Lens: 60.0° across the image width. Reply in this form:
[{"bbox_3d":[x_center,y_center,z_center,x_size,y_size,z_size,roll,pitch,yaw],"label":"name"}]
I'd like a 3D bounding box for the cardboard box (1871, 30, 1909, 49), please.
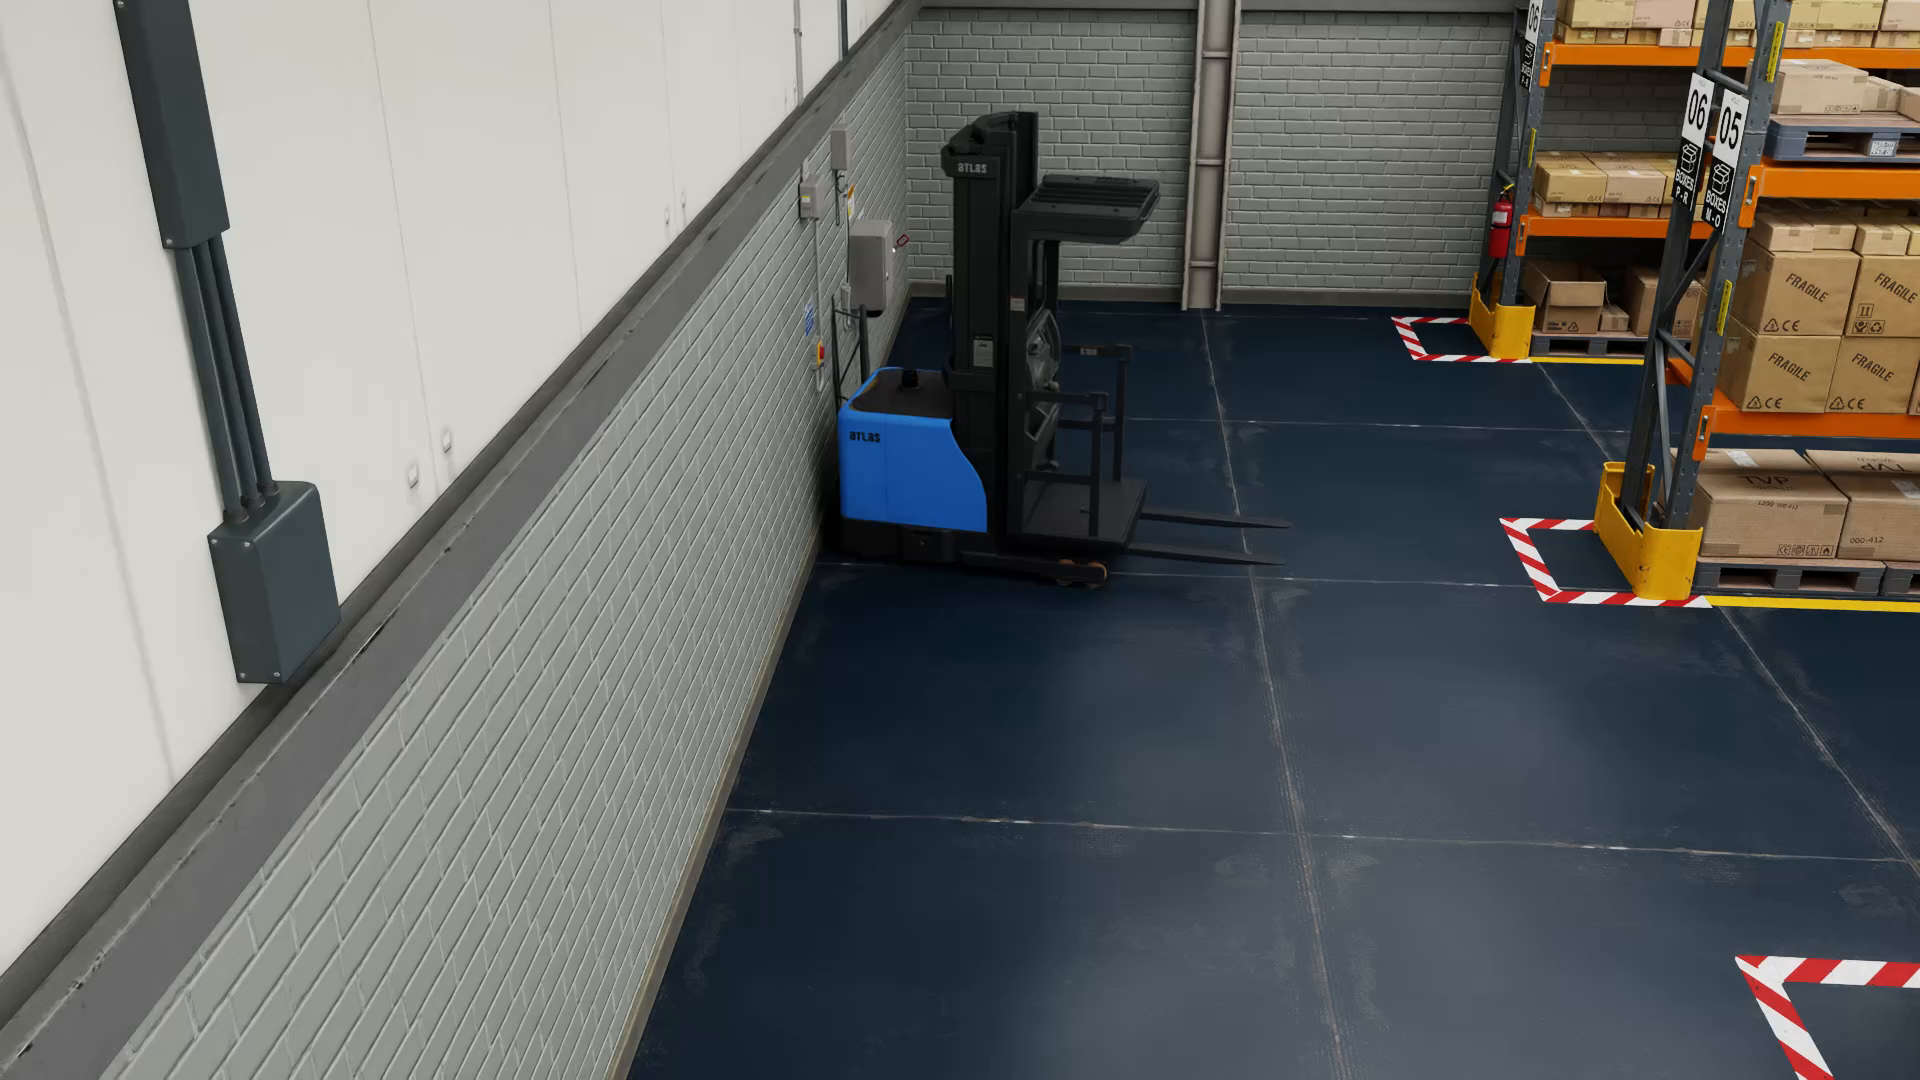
[{"bbox_3d":[7.914,-4.321,14.264,0.250,0.149,0.380,2,25,4],"label":"cardboard box"}]

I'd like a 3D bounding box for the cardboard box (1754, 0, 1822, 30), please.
[{"bbox_3d":[7.019,-4.546,14.276,0.500,0.250,0.500,1,25,3],"label":"cardboard box"}]

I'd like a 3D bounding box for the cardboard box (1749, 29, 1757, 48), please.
[{"bbox_3d":[6.884,-4.333,14.289,0.250,0.149,0.380,2,25,4],"label":"cardboard box"}]

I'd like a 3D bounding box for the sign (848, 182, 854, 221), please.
[{"bbox_3d":[-0.842,-2.612,12.850,0.001,0.242,0.339,2,25,4],"label":"sign"}]

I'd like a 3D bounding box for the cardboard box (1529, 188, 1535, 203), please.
[{"bbox_3d":[5.413,-3.268,15.564,0.250,0.149,0.380,2,25,3],"label":"cardboard box"}]

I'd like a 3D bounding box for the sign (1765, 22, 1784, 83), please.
[{"bbox_3d":[4.638,-2.776,9.466,0.005,0.325,0.100,2,25,4],"label":"sign"}]

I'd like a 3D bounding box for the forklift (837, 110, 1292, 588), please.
[{"bbox_3d":[0.739,-1.260,10.982,3.031,2.935,1.130,6,25,13],"label":"forklift"}]

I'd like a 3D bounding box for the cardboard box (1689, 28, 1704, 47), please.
[{"bbox_3d":[6.383,-4.353,14.334,0.250,0.149,0.380,2,25,4],"label":"cardboard box"}]

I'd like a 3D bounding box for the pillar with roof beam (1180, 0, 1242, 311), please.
[{"bbox_3d":[2.113,-4.674,11.142,0.400,9.000,9.100,2,25,4],"label":"pillar with roof beam"}]

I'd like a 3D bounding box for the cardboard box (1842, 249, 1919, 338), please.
[{"bbox_3d":[5.659,-1.564,10.244,0.500,0.500,0.500,1,25,3],"label":"cardboard box"}]

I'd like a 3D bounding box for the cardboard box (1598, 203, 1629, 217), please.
[{"bbox_3d":[5.891,-3.059,15.110,0.250,0.149,0.380,2,25,3],"label":"cardboard box"}]

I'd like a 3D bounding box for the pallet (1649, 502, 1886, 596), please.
[{"bbox_3d":[5.489,0.048,11.393,1.213,0.211,1.003,2,25,4],"label":"pallet"}]

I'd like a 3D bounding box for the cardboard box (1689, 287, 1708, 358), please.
[{"bbox_3d":[5.187,-1.352,10.980,0.500,0.500,0.500,2,25,4],"label":"cardboard box"}]

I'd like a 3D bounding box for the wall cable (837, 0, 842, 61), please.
[{"bbox_3d":[-0.947,-4.315,10.362,0.029,3.000,2.355,2,25,4],"label":"wall cable"}]

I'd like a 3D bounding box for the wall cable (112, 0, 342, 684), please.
[{"bbox_3d":[-1.447,-2.886,3.407,0.120,5.999,2.277,2,25,4],"label":"wall cable"}]

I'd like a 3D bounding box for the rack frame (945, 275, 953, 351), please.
[{"bbox_3d":[0.074,-1.229,12.597,0.032,1.500,0.500,-15,23,-30],"label":"rack frame"}]

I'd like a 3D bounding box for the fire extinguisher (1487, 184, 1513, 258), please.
[{"bbox_3d":[4.880,-2.888,14.977,0.183,0.674,0.296,2,25,4],"label":"fire extinguisher"}]

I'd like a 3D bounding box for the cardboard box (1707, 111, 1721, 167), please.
[{"bbox_3d":[6.990,-3.514,14.724,0.500,0.500,0.500,2,25,5],"label":"cardboard box"}]

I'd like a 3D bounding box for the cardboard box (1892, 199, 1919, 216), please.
[{"bbox_3d":[6.081,-2.044,10.511,0.250,0.149,0.380,2,25,4],"label":"cardboard box"}]

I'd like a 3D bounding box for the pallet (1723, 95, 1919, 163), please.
[{"bbox_3d":[5.427,-2.515,10.144,1.213,0.211,1.003,2,25,4],"label":"pallet"}]

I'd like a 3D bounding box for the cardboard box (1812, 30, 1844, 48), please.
[{"bbox_3d":[7.398,-4.347,14.321,0.250,0.149,0.380,2,25,5],"label":"cardboard box"}]

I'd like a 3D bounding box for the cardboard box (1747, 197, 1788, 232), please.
[{"bbox_3d":[5.059,-2.078,10.586,0.250,0.149,0.380,2,25,5],"label":"cardboard box"}]

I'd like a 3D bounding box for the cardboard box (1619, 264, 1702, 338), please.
[{"bbox_3d":[6.514,-2.233,15.503,0.500,0.500,0.700,3,25,6],"label":"cardboard box"}]

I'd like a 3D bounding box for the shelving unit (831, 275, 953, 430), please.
[{"bbox_3d":[-0.350,-1.117,12.340,1.048,1.500,0.538,-15,23,-30],"label":"shelving unit"}]

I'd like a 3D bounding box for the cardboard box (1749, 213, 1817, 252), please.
[{"bbox_3d":[5.019,-1.879,10.154,0.250,0.149,0.380,2,25,5],"label":"cardboard box"}]

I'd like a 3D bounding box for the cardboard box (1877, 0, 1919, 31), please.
[{"bbox_3d":[8.031,-4.506,14.189,0.500,0.250,0.500,1,25,2],"label":"cardboard box"}]

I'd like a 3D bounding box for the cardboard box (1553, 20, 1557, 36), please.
[{"bbox_3d":[5.399,-4.615,14.904,0.250,0.149,0.380,2,25,5],"label":"cardboard box"}]

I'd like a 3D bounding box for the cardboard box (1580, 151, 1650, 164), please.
[{"bbox_3d":[6.055,-3.427,15.432,0.500,0.250,0.500,2,25,4],"label":"cardboard box"}]

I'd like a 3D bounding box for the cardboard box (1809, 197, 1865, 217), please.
[{"bbox_3d":[5.578,-2.107,10.648,0.250,0.149,0.380,2,25,3],"label":"cardboard box"}]

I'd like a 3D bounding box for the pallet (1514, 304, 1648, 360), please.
[{"bbox_3d":[5.933,-1.986,15.814,1.213,0.211,1.003,2,25,4],"label":"pallet"}]

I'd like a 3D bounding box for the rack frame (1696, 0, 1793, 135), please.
[{"bbox_3d":[4.686,-3.937,9.541,0.127,3.000,1.000,2,25,4],"label":"rack frame"}]

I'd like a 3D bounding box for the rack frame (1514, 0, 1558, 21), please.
[{"bbox_3d":[5.062,-6.006,14.037,0.127,3.000,1.000,2,25,4],"label":"rack frame"}]

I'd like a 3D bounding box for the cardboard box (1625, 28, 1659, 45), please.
[{"bbox_3d":[5.880,-4.409,14.456,0.250,0.149,0.380,2,25,4],"label":"cardboard box"}]

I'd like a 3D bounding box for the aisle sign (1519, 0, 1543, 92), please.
[{"bbox_3d":[4.972,-4.341,14.487,0.004,0.787,0.394,2,25,4],"label":"aisle sign"}]

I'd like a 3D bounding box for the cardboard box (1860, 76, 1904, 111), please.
[{"bbox_3d":[5.566,-2.740,10.205,0.250,0.149,0.380,0,25,0],"label":"cardboard box"}]

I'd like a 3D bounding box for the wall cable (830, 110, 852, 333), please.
[{"bbox_3d":[-0.841,-2.435,12.239,0.122,1.984,0.588,2,25,4],"label":"wall cable"}]

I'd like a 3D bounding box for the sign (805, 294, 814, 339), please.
[{"bbox_3d":[-1.003,-1.487,11.070,0.001,0.218,0.327,2,25,4],"label":"sign"}]

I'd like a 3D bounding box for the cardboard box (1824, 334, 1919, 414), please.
[{"bbox_3d":[5.649,-1.118,10.471,0.500,0.500,0.500,1,25,3],"label":"cardboard box"}]

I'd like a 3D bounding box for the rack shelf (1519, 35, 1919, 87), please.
[{"bbox_3d":[7.057,-4.252,14.675,4.000,0.370,1.077,2,25,4],"label":"rack shelf"}]

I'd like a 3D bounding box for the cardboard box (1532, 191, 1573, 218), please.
[{"bbox_3d":[5.369,-3.042,15.072,0.250,0.149,0.380,2,25,4],"label":"cardboard box"}]

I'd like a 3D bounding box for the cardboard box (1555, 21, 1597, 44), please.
[{"bbox_3d":[5.362,-4.422,14.484,0.250,0.149,0.380,2,25,5],"label":"cardboard box"}]

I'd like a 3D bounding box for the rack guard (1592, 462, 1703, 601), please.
[{"bbox_3d":[4.662,-0.077,11.319,0.348,0.500,1.175,2,25,4],"label":"rack guard"}]

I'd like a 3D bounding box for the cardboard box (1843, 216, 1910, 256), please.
[{"bbox_3d":[5.536,-1.844,10.078,0.250,0.149,0.380,3,25,6],"label":"cardboard box"}]

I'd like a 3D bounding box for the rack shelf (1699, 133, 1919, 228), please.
[{"bbox_3d":[6.680,-2.184,10.179,4.000,0.370,1.077,2,25,4],"label":"rack shelf"}]

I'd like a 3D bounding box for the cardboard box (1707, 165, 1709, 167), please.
[{"bbox_3d":[7.014,-3.182,14.901,0.500,0.250,0.500,1,25,3],"label":"cardboard box"}]

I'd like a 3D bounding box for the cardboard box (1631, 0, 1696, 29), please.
[{"bbox_3d":[5.992,-4.575,14.338,0.500,0.250,0.500,2,25,5],"label":"cardboard box"}]

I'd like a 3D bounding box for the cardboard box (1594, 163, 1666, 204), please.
[{"bbox_3d":[5.997,-3.205,14.950,0.500,0.250,0.500,2,25,5],"label":"cardboard box"}]

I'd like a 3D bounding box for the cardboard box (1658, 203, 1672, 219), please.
[{"bbox_3d":[6.404,-3.019,15.023,0.250,0.149,0.380,2,25,5],"label":"cardboard box"}]

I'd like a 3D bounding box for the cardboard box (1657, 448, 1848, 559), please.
[{"bbox_3d":[5.352,-0.259,11.287,0.875,0.438,0.875,1,25,2],"label":"cardboard box"}]

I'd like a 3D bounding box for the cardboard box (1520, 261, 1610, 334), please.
[{"bbox_3d":[5.665,-2.278,15.597,0.637,0.503,0.797,1,25,2],"label":"cardboard box"}]

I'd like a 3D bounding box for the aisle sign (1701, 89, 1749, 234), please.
[{"bbox_3d":[4.592,-2.274,9.994,0.004,0.787,0.394,2,25,4],"label":"aisle sign"}]
